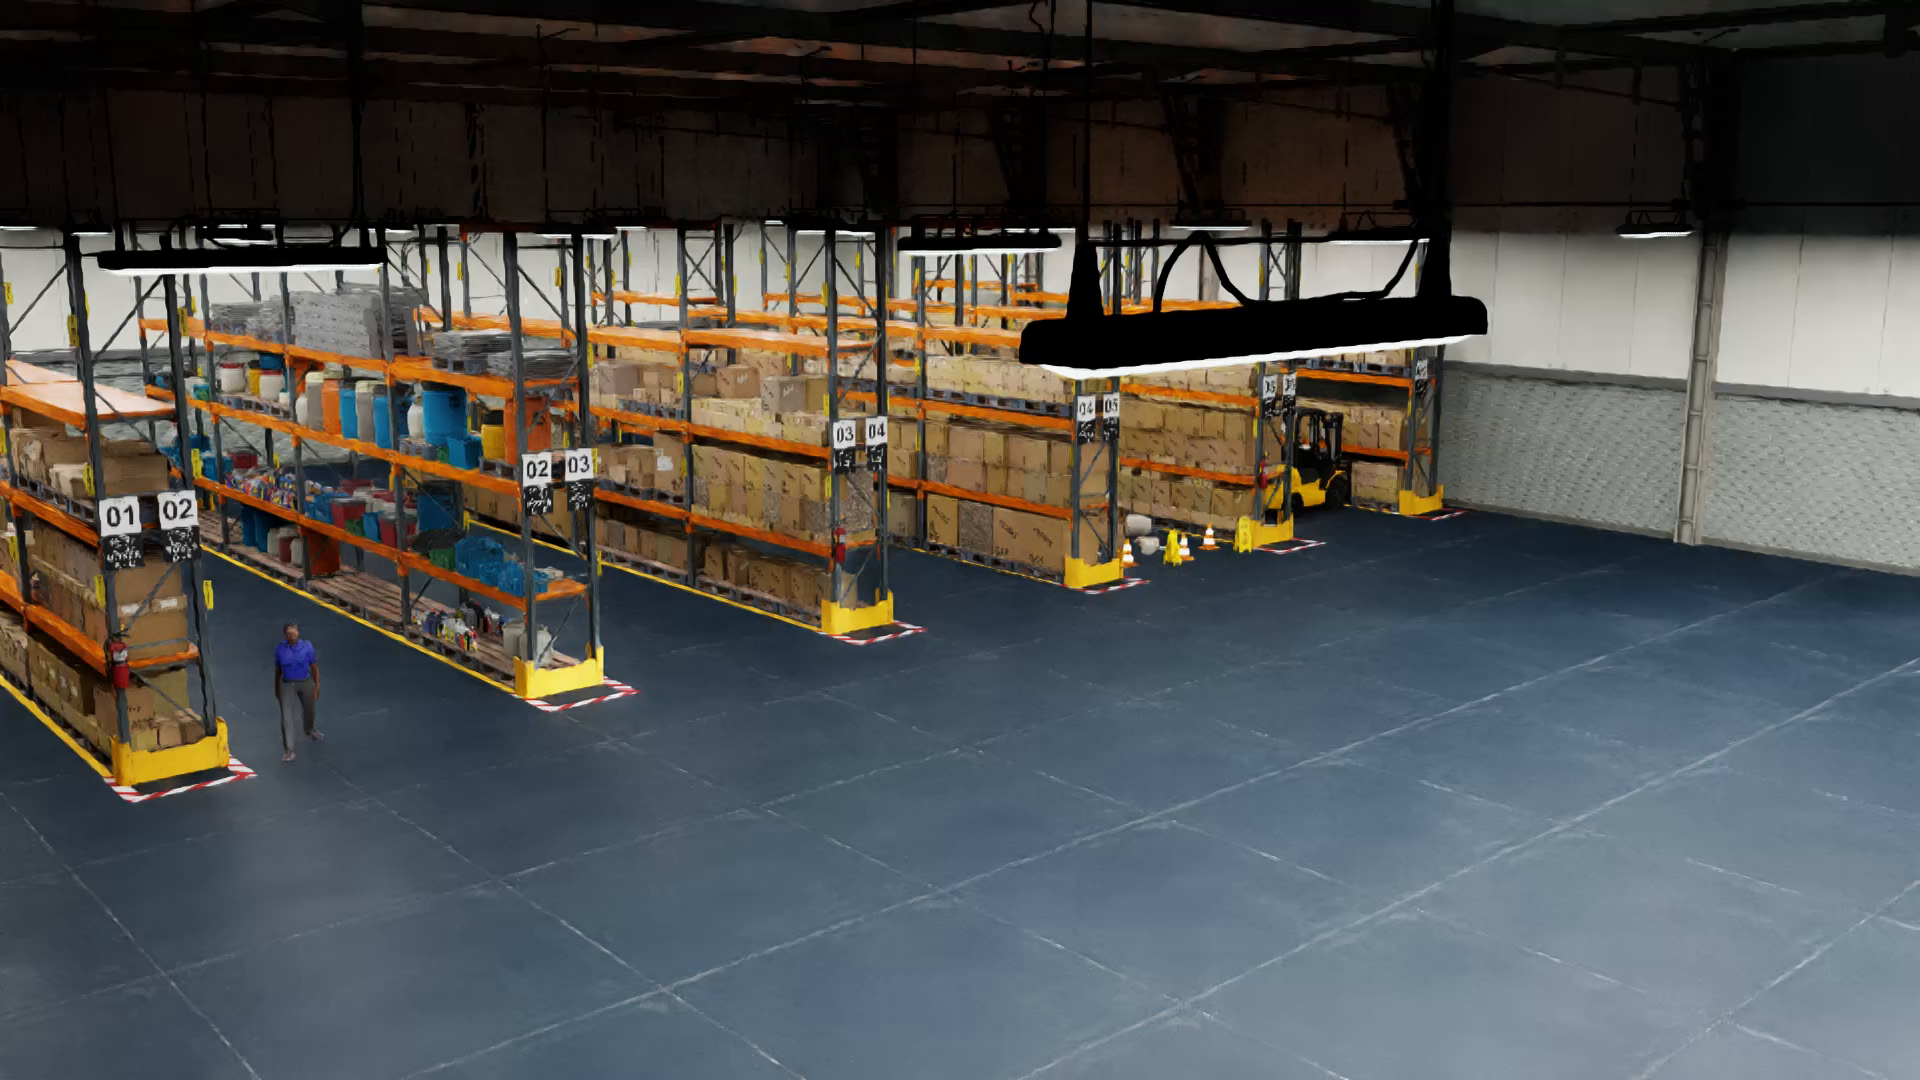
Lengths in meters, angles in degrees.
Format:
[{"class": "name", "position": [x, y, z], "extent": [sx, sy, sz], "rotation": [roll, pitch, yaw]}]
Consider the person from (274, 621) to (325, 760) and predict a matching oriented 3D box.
[{"class": "person", "position": [-7.744, 1.693, 19.439], "extent": [0.501, 1.592, 0.940], "rotation": [-5, 12, -21]}]

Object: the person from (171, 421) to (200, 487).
[{"class": "person", "position": [-17.482, -1.873, 37.515], "extent": [0.594, 1.414, 0.427], "rotation": [3, 12, 14]}]
